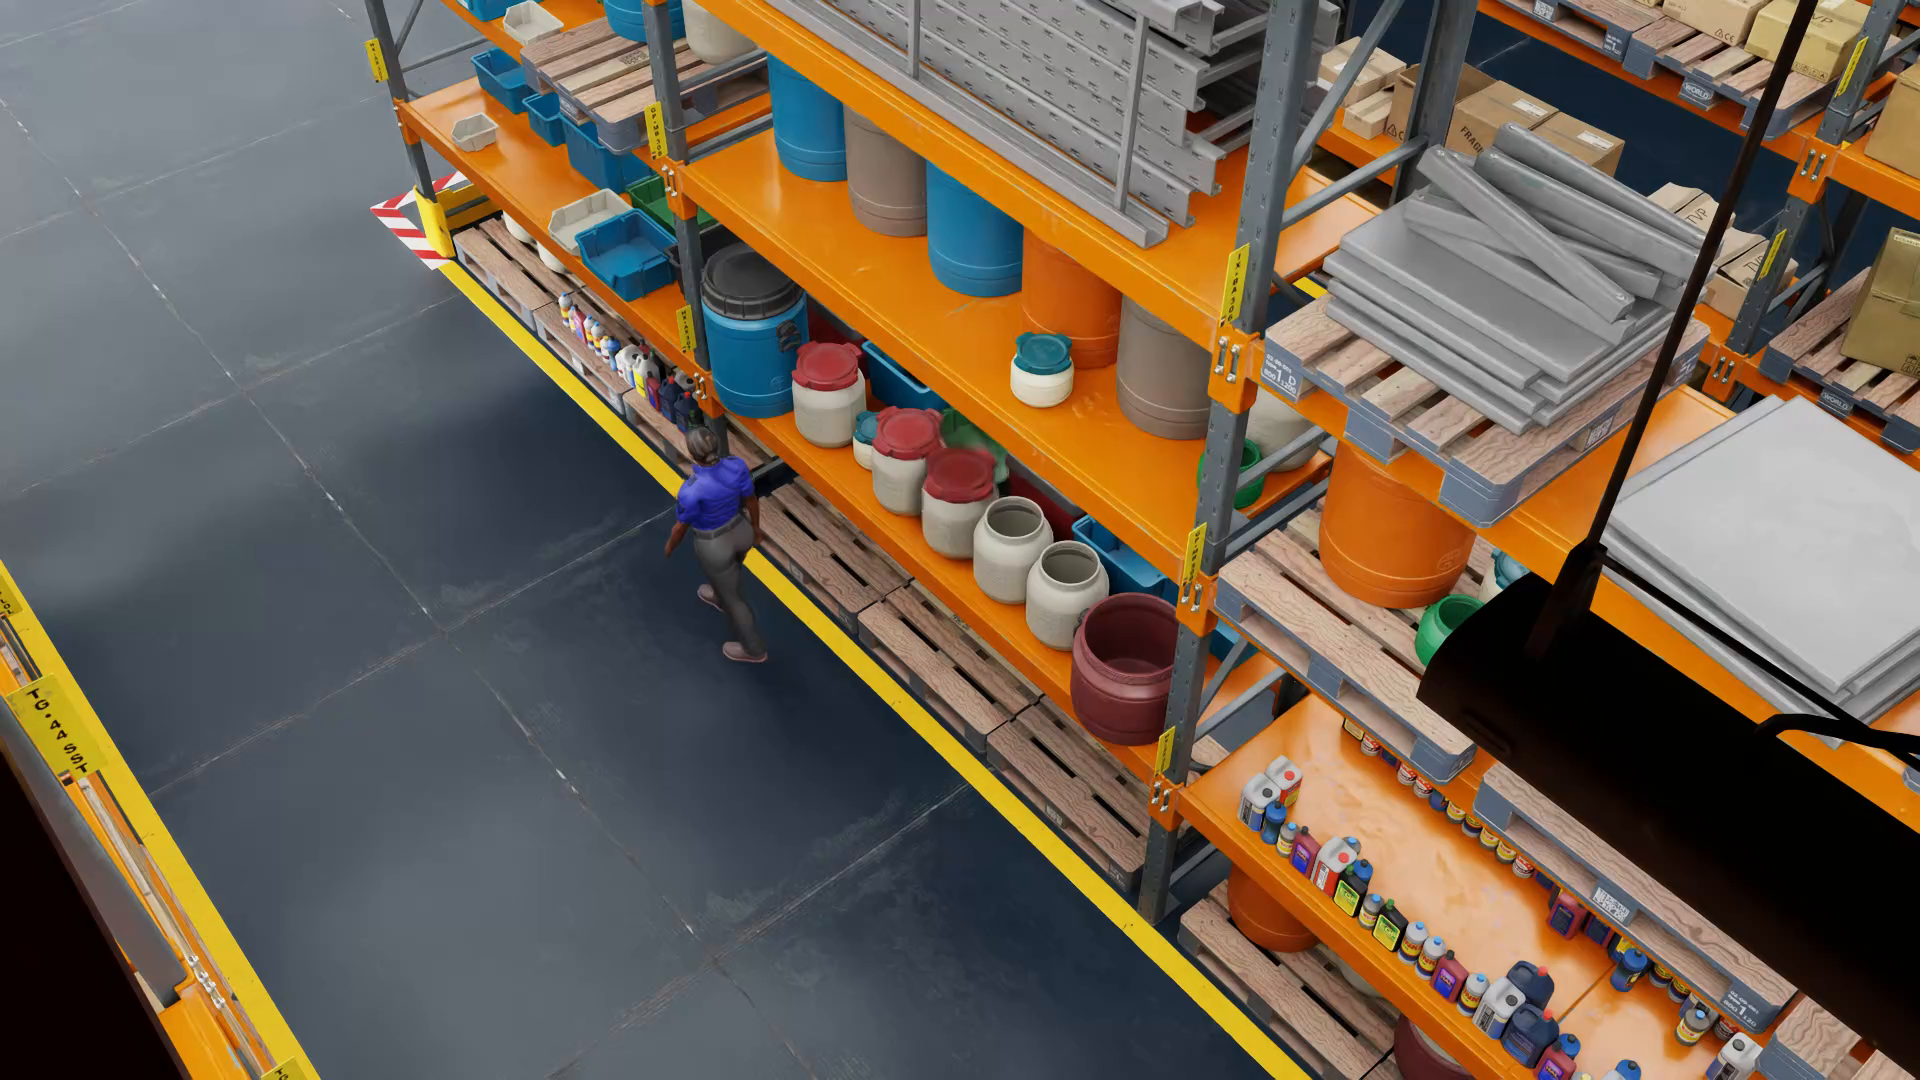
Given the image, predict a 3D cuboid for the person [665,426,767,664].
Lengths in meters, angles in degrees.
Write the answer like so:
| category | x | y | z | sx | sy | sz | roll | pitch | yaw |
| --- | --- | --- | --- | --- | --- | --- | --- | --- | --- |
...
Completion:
| category | x | y | z | sx | sy | sz | roll | pitch | yaw |
| --- | --- | --- | --- | --- | --- | --- | --- | --- | --- |
| person | -1.401 | -0.023 | 9.449 | 0.732 | 1.646 | 0.498 | 34 | 55 | 28 |
